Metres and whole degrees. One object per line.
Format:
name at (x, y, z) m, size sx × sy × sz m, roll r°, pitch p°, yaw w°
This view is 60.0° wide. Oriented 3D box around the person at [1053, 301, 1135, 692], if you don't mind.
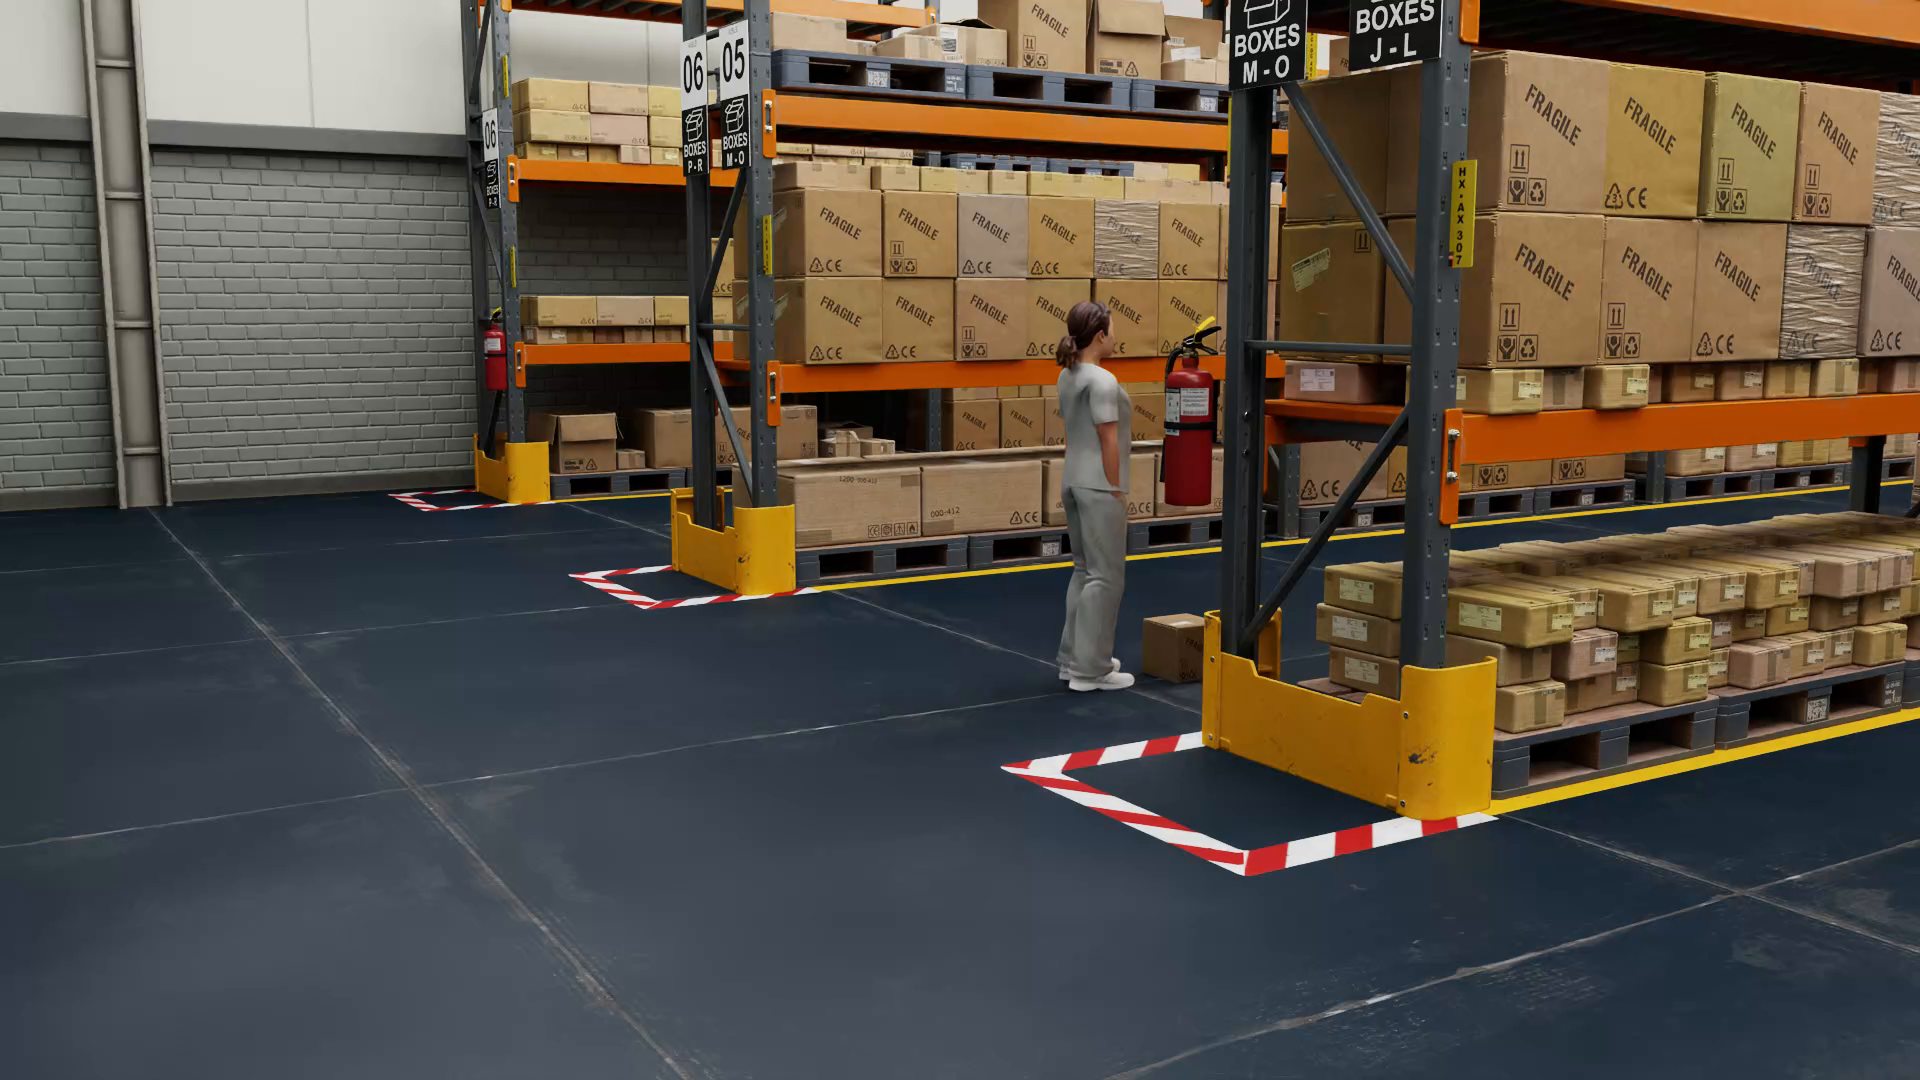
person at (0.579, -0.193, 7.207) m, size 0.383 × 1.668 × 0.437 m, roll -3°, pitch 9°, yaw -21°
